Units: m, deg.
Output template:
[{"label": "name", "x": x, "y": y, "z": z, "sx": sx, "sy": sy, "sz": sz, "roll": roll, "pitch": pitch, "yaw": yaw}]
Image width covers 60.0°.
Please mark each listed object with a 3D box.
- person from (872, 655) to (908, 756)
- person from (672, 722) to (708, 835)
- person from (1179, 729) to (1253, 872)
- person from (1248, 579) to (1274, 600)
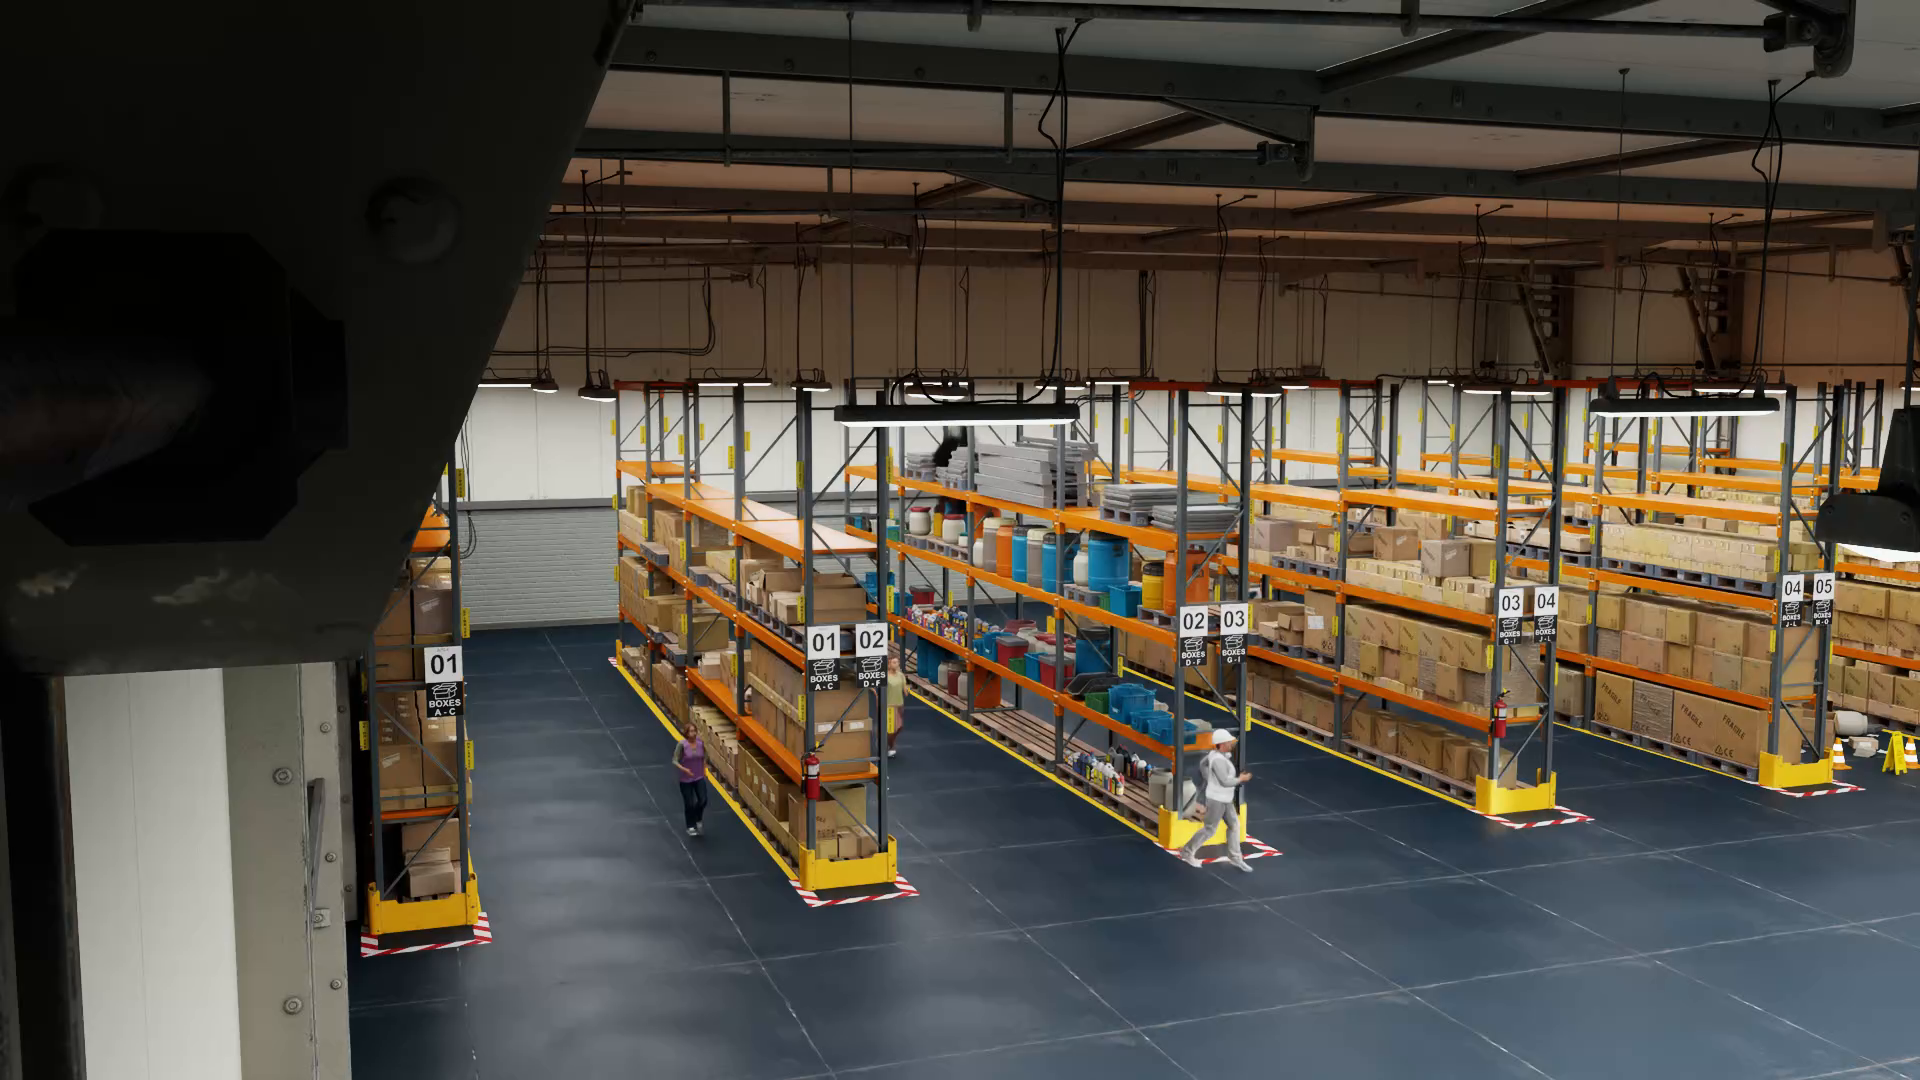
[{"label": "person", "x": -1.067, "y": 2.670, "z": 26.770, "sx": 0.558, "sy": 1.634, "sz": 0.620, "roll": -5, "pitch": 8, "yaw": -39}, {"label": "person", "x": -3.572, "y": 3.202, "z": 22.187, "sx": 0.533, "sy": 1.561, "sz": 0.576, "roll": -3, "pitch": 7, "yaw": -25}, {"label": "person", "x": 3.201, "y": 3.242, "z": 20.714, "sx": 0.907, "sy": 1.804, "sz": 0.636, "roll": 1, "pitch": 6, "yaw": 13}, {"label": "person", "x": 6.626, "y": 1.619, "z": 36.848, "sx": 0.558, "sy": 1.618, "sz": 0.885, "roll": -3, "pitch": 7, "yaw": -24}]
